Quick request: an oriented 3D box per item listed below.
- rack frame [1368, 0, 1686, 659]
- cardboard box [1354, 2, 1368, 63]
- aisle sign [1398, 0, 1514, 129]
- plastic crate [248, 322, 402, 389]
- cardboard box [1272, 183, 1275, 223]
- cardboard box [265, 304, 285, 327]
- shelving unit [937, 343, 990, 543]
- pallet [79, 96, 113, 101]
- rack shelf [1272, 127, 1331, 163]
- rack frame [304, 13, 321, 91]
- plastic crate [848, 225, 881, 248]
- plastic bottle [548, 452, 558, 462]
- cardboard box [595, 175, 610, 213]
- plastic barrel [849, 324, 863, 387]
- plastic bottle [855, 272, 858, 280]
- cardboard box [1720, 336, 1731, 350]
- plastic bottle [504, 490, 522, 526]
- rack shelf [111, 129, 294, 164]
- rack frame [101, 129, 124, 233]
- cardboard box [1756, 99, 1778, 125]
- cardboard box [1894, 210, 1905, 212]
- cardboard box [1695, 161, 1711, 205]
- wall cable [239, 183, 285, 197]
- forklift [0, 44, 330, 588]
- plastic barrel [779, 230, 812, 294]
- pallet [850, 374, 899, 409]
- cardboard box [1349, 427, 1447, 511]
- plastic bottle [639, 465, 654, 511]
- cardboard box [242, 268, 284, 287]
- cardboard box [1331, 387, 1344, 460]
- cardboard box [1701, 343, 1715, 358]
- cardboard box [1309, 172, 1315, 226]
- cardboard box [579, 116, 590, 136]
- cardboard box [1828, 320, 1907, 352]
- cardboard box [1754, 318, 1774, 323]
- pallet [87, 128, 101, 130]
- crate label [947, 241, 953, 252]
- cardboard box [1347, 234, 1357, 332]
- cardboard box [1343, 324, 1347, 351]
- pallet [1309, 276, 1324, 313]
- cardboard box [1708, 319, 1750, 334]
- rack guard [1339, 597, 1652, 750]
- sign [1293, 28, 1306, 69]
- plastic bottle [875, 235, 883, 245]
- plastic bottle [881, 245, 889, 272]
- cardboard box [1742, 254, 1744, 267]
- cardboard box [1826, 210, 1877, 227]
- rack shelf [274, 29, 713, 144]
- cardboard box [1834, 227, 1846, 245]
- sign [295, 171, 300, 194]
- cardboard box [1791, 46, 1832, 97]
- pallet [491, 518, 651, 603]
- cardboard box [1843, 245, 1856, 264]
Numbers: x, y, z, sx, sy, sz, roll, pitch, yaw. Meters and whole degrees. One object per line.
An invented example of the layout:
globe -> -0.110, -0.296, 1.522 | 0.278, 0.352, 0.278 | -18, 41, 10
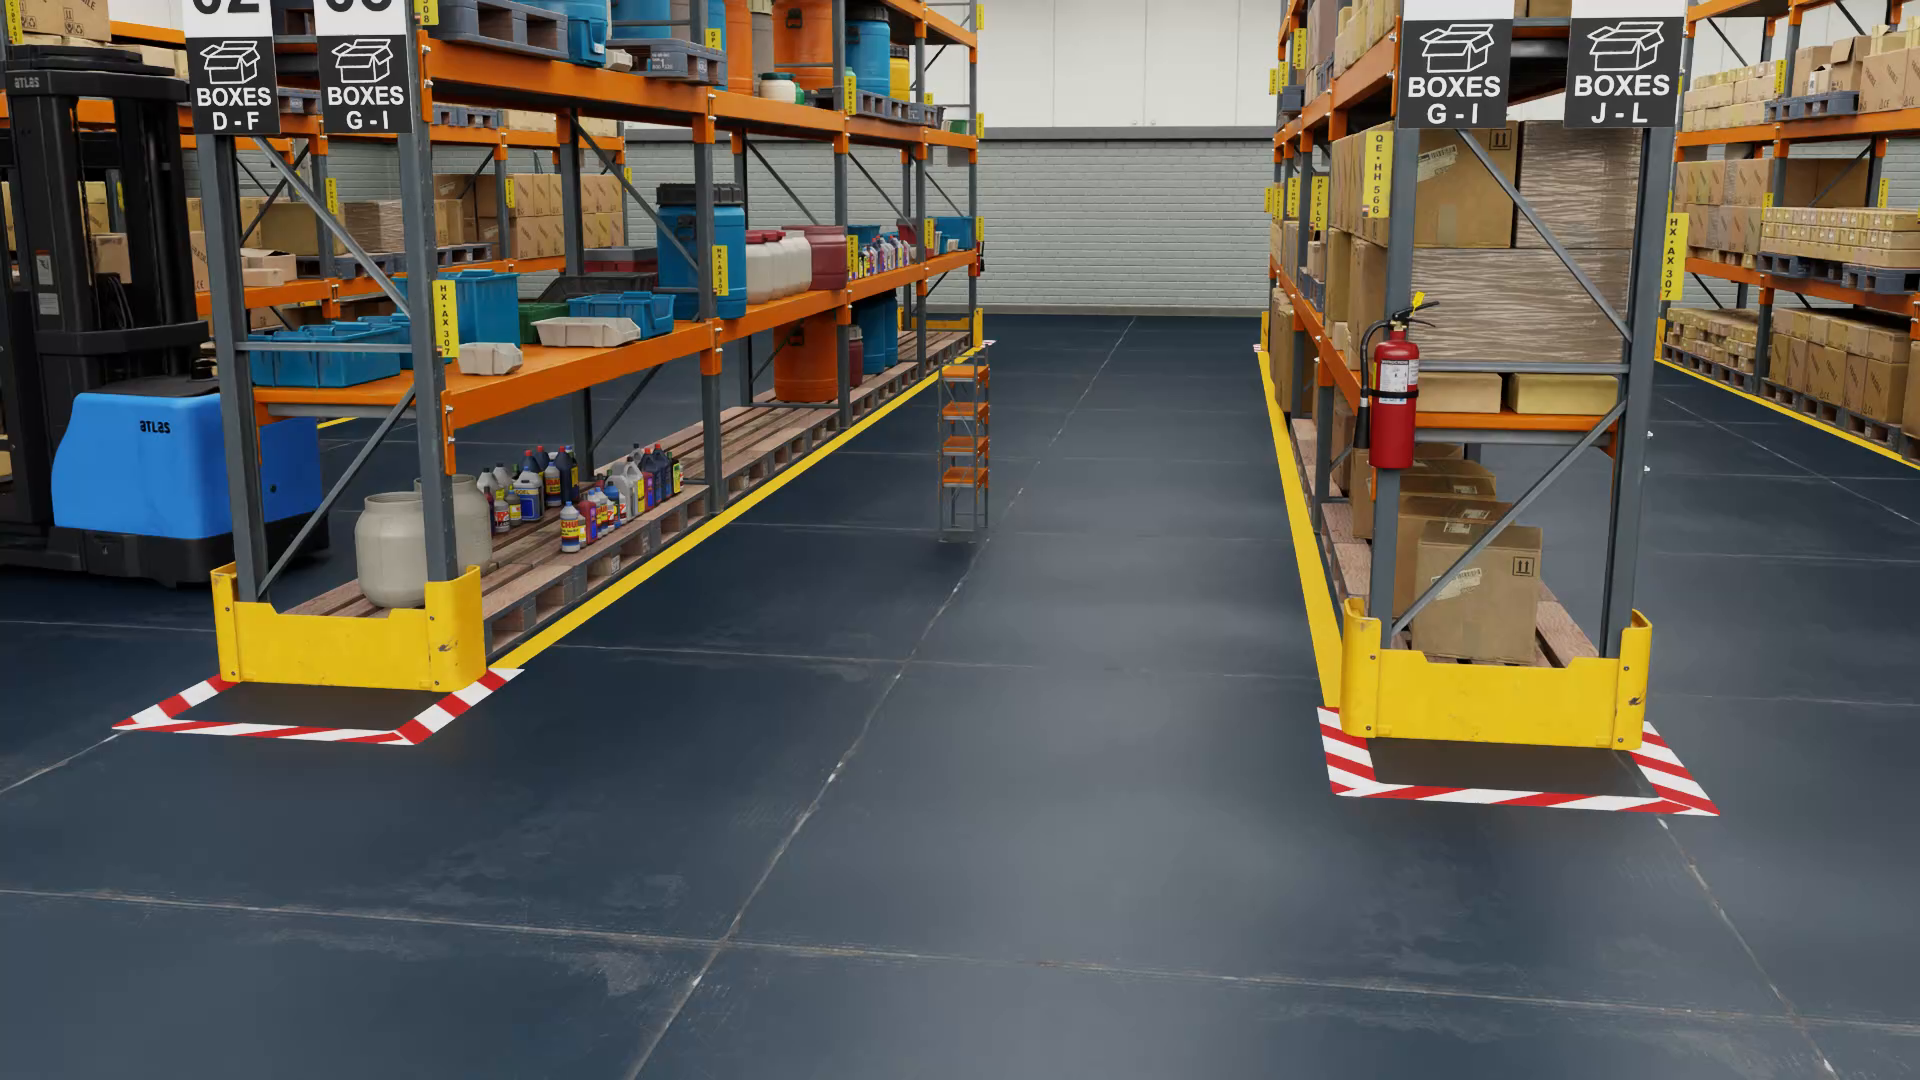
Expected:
rack frame -> 2.157, -0.667, 6.469 | 1.000, 3.000, 0.127 | 2, 12, 9
cardboard box -> 2.214, -2.484, 8.136 | 0.500, 0.250, 0.500 | 2, 12, 8
aisle sign -> 1.851, -1.935, 6.181 | 0.394, 0.787, 0.004 | 2, 12, 9
plastic crate -> -2.955, -0.869, 7.758 | 0.499, 0.251, 0.616 | 2, 12, 9
cardboard box -> 4.201, -4.241, 20.924 | 0.500, 0.500, 0.500 | 2, 12, 7
cardboard box -> -10.074, -3.314, 23.686 | 0.700, 0.500, 0.500 | 2, 12, 9
shelving unit -> 0.025, -0.621, 10.527 | 0.258, 1.200, 0.503 | 2, 12, 9
pallet -> -6.893, -3.378, 12.384 | 0.805, 0.209, 1.217 | 1, 12, 6
rack shelf -> 4.310, -4.696, 19.752 | 1.077, 0.370, 4.000 | 2, 12, 9
rack frame -> -6.400, -5.587, 15.058 | 1.000, 3.000, 0.127 | 2, 12, 9
plastic crate -> -1.156, -3.455, 19.303 | 0.392, 0.384, 0.575 | 2, 12, 9
plastic bottle -> -2.626, -0.424, 10.760 | 0.152, 0.276, 0.135 | 2, 12, 11
cardboard box -> -5.043, -4.651, 22.342 | 0.500, 0.500, 0.500 | 2, 12, 10
plastic barrel -> -1.274, -1.857, 16.717 | 0.600, 0.588, 0.708 | 2, 12, 9
plastic bottle -> -1.049, -2.608, 15.771 | 0.152, 0.276, 0.135 | 2, 12, 9
cardboard box -> 8.831, -2.232, 18.795 | 0.380, 0.149, 0.250 | 2, 12, 10
plastic bottle -> -2.653, -0.192, 9.860 | 0.097, 0.201, 0.097 | 0, 12, 0
rack shelf -> -10.373, -5.178, 21.986 | 1.077, 0.370, 4.000 | 2, 12, 9
rack frame -> -10.680, -3.647, 20.295 | 1.000, 3.000, 0.127 | 2, 12, 9
cardboard box -> 8.697, -4.487, 17.432 | 0.500, 0.250, 0.500 | 2, 12, 10
cardboard box -> 8.778, -2.939, 15.200 | 0.380, 0.149, 0.250 | 2, 12, 8
cardboard box -> 8.999, -4.202, 19.552 | 0.500, 0.500, 0.500 | 2, 12, 7
wall cable -> -10.803, -5.273, 25.430 | 0.084, 1.984, 1.851 | 2, 12, 9
forklift -> -5.339, -1.342, 9.764 | 3.031, 2.935, 1.130 | 5, 13, 21
plastic barrel -> -1.454, -2.327, 13.904 | 0.421, 0.512, 0.421 | 0, 12, 0
pallet -> -1.236, -1.549, 17.178 | 1.003, 0.211, 1.213 | 2, 12, 9
cardboard box -> 2.671, -0.401, 10.172 | 0.500, 0.500, 0.500 | 1, 12, 7
plastic bottle -> -1.949, -0.329, 10.303 | 0.061, 0.283, 0.133 | 3, 12, 12
cardboard box -> -6.266, -2.335, 14.806 | 0.380, 0.149, 0.250 | 2, 12, 9
cardboard box -> 3.066, -0.835, 12.138 | 0.700, 0.500, 0.500 | 1, 12, 4
cardboard box -> 8.882, -2.207, 19.383 | 0.380, 0.149, 0.250 | 2, 12, 9
cardboard box -> 3.619, -3.159, 15.413 | 0.797, 0.503, 0.637 | 2, 12, 10
cardboard box -> -5.140, -5.389, 21.615 | 0.500, 0.250, 0.500 | 2, 12, 9
cardboard box -> 8.280, -1.862, 15.172 | 0.500, 0.250, 0.500 | 2, 12, 10
cardboard box -> 9.412, -2.475, 19.218 | 0.380, 0.149, 0.250 | 2, 12, 9
pallet -> -10.544, -5.240, 20.777 | 1.003, 0.211, 1.213 | 2, 12, 9
crate label -> -0.300, -3.765, 21.325 | 0.396, 0.136, 0.243 | 2, 12, 9
cardboard box -> 2.435, -1.289, 8.413 | 0.875, 0.500, 0.500 | 2, 12, 9
cardboard box -> 2.274, -1.081, 8.986 | 0.380, 0.149, 0.250 | 2, 12, 9
pallet -> 3.124, -1.825, 12.299 | 1.003, 0.211, 1.213 | 2, 12, 9
cardboard box -> 8.814, -2.442, 19.064 | 0.380, 0.149, 0.250 | 1, 12, 7
rack guard -> 2.169, 0.539, 6.806 | 1.175, 0.500, 0.348 | 2, 12, 9
sign -> 2.841, -4.110, 13.909 | 0.100, 0.325, 0.005 | 2, 12, 9
plastic bottle -> -0.880, -3.066, 17.716 | 0.144, 0.351, 0.185 | 2, 12, 9
plastic bottle -> -0.823, -2.915, 17.195 | 0.152, 0.276, 0.135 | 2, 12, 9
cardboard box -> 8.733, -3.039, 18.069 | 0.380, 0.149, 0.250 | 2, 12, 11
cardboard box -> 8.097, -2.910, 15.064 | 0.380, 0.149, 0.250 | 2, 12, 11
rack shelf -> -2.429, -2.359, 8.906 | 1.077, 0.370, 4.000 | 2, 12, 9
cardboard box -> 8.056, -2.711, 14.844 | 0.380, 0.149, 0.250 | 2, 12, 8
sign -> -9.531, -5.141, 23.916 | 0.100, 0.325, 0.005 | 2, 12, 9
cardboard box -> 8.721, -4.629, 16.497 | 0.700, 0.500, 0.500 | 2, 12, 9
pallet -> -2.451, 0.096, 9.547 | 1.003, 0.211, 1.213 | 2, 12, 9
cardboard box -> 8.016, -2.508, 14.610 | 0.380, 0.149, 0.250 | 2, 12, 8
